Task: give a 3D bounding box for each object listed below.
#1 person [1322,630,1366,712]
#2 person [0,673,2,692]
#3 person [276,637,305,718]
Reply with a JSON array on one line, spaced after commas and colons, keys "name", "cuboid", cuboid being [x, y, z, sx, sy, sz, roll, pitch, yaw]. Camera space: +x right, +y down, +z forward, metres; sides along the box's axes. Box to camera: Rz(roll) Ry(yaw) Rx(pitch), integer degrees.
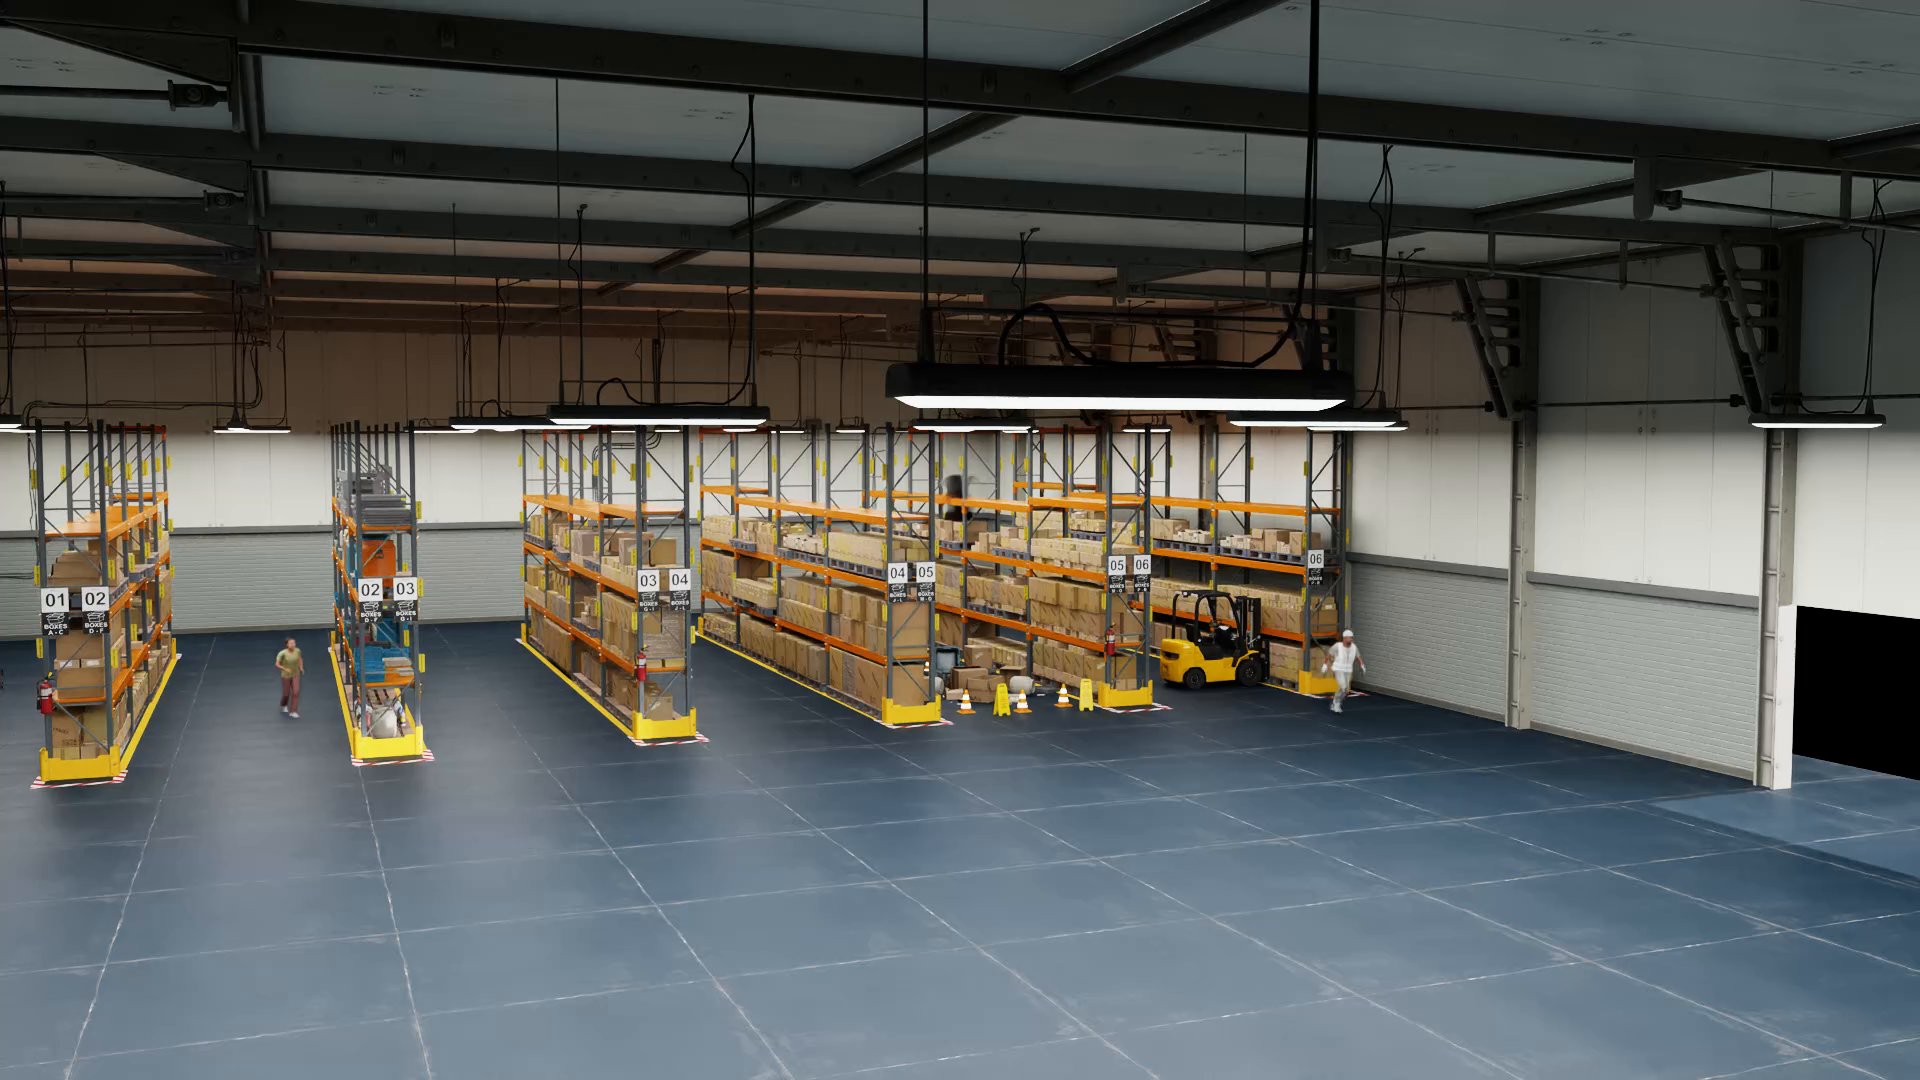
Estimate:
[{"name": "person", "cuboid": [7.923, 2.704, 34.172, 0.659, 1.729, 0.817, -1, 4, -21]}, {"name": "person", "cuboid": [-18.868, 2.900, 32.179, 0.575, 1.644, 0.728, -3, 5, -40]}, {"name": "person", "cuboid": [-13.728, 2.788, 34.009, 0.567, 1.630, 0.867, -3, 4, -36]}]
